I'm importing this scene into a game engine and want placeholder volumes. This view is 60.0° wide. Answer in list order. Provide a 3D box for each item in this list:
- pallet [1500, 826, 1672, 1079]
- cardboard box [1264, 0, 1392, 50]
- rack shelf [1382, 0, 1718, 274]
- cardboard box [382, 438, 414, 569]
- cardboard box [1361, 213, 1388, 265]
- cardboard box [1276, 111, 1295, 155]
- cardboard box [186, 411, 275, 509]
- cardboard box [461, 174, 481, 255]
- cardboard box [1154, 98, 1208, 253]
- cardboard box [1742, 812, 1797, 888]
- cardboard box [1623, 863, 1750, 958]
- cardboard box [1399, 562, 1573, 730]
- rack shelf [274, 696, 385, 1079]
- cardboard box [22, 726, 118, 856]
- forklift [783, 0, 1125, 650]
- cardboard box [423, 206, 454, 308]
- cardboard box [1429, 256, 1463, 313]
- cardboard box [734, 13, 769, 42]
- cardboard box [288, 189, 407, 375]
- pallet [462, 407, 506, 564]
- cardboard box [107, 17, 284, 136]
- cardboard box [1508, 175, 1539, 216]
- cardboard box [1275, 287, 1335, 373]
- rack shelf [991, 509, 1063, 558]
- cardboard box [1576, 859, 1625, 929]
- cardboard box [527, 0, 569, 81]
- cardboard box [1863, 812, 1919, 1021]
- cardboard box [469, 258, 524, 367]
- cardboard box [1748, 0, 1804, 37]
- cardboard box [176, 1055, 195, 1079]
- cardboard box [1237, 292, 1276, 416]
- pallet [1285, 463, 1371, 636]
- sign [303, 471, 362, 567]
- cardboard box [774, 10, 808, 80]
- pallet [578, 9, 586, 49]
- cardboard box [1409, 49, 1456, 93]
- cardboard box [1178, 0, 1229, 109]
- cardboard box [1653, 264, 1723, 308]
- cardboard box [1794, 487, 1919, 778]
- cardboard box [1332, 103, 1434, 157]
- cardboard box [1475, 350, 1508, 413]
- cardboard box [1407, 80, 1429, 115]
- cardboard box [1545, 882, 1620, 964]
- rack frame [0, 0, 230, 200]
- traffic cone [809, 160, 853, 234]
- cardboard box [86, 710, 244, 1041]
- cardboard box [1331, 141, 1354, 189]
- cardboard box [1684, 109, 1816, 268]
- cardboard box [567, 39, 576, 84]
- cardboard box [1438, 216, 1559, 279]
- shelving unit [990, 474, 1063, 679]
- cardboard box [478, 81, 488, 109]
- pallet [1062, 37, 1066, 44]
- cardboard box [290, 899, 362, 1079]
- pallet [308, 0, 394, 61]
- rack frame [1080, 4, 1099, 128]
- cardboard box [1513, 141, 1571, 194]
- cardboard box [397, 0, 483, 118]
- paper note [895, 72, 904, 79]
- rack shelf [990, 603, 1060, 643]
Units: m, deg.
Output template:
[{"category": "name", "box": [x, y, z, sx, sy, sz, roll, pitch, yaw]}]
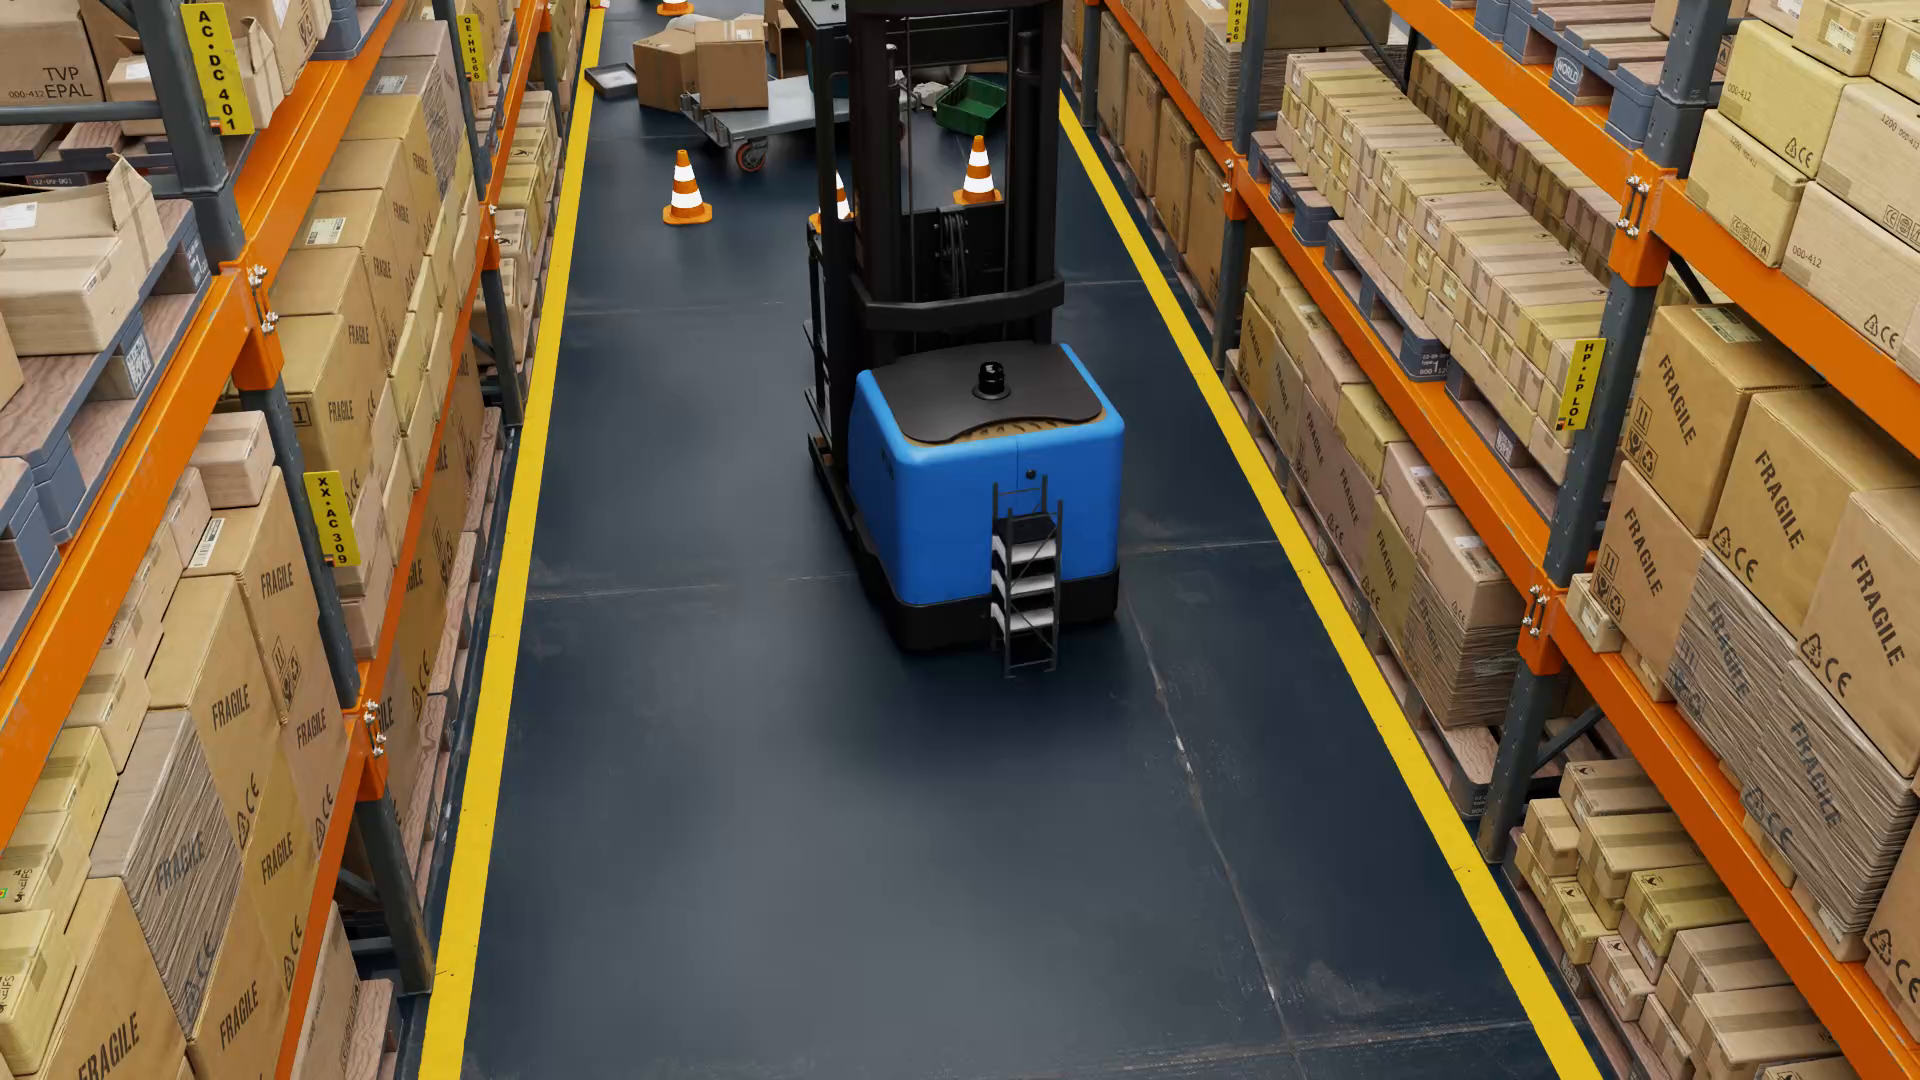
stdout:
[{"category": "pallet", "box": [2.644, 1.468, 5.908, 1.003, 0.211, 1.213, -4, 35, -6]}, {"category": "cardboard box", "box": [1.930, -2.994, 9.004, 0.700, 0.500, 0.500, -5, 35, -7]}, {"category": "rack shelf", "box": [2.250, -2.115, 6.665, 1.077, 0.370, 4.000, -4, 35, -6]}, {"category": "cardboard box", "box": [-2.241, -0.117, 5.892, 0.500, 0.250, 0.500, -5, 35, -8]}, {"category": "cardboard box", "box": [2.021, -1.354, 7.423, 0.380, 0.149, 0.250, -4, 34, -6]}, {"category": "cardboard box", "box": [1.841, -2.093, 8.508, 0.380, 0.149, 0.250, -5, 35, -7]}, {"category": "cardboard box", "box": [-2.016, -0.200, 4.327, 0.380, 0.149, 0.250, -5, 35, -7]}, {"category": "cardboard box", "box": [-2.585, -1.533, 7.969, 0.500, 0.250, 0.500, -6, 35, -8]}, {"category": "cardboard box", "box": [1.867, -2.367, 10.684, 1.050, 0.750, 0.750, -4, 34, -6]}, {"category": "cardboard box", "box": [2.429, 0.811, 4.619, 0.380, 0.149, 0.250, -4, 34, -5]}, {"category": "cardboard box", "box": [2.421, 1.206, 5.447, 0.380, 0.149, 0.250, -5, 35, -7]}, {"category": "cardboard box", "box": [2.170, 0.409, 6.833, 0.500, 0.500, 0.500, -5, 35, -7]}, {"category": "rack shelf", "box": [-2.104, 1.788, 3.601, 1.077, 0.370, 4.000, -4, 35, -6]}, {"category": "cardboard box", "box": [-1.907, 0.518, 3.273, 0.380, 0.149, 0.250, -5, 35, -7]}, {"category": "forklift", "box": [-0.172, -1.548, 7.919, 1.130, 2.935, 3.031, -9, 35, -13]}, {"category": "cardboard box", "box": [-2.432, -1.181, 7.008, 0.500, 0.250, 0.500, -5, 35, -8]}, {"category": "cardboard box", "box": [2.128, -1.039, 6.697, 0.380, 0.149, 0.250, -6, 35, -9]}, {"category": "cardboard box", "box": [-1.809, -4.565, 14.817, 0.380, 0.149, 0.250, 13, 36, 18]}, {"category": "cardboard box", "box": [-2.308, -0.909, 5.943, 0.500, 0.500, 0.500, -5, 35, -8]}, {"category": "pallet", "box": [-2.879, -0.259, 8.443, 1.003, 0.211, 1.213, -4, 35, -6]}, {"category": "cardboard box", "box": [-2.093, -1.288, 4.560, 0.396, 0.266, 0.258, -5, 35, -7]}, {"category": "cardboard box", "box": [2.674, -1.520, 7.403, 0.380, 0.149, 0.250, -4, 34, -5]}, {"category": "cardboard box", "box": [1.902, -1.053, 8.312, 0.500, 0.250, 0.500, -5, 35, -7]}, {"category": "rack shelf", "box": [0.284, -0.027, 7.071, 0.258, 0.077, 0.200, -9, 35, -13]}, {"category": "cardboard box", "box": [2.373, 1.186, 5.740, 0.380, 0.149, 0.250, -4, 34, -6]}, {"category": "cardboard box", "box": [-3.260, -3.786, 12.545, 0.500, 0.500, 0.500, -3, 34, -4]}, {"category": "cardboard box", "box": [2.543, 0.931, 3.867, 0.500, 0.500, 0.500, -3, 34, -4]}, {"category": "cardboard box", "box": [-2.977, -1.261, 9.397, 0.950, 0.372, 0.625, -7, 35, -10]}, {"category": "cardboard box", "box": [2.318, -1.425, 4.348, 0.380, 0.149, 0.250, -5, 35, -7]}, {"category": "cardboard box", "box": [-1.845, 1.432, 3.396, 0.500, 0.500, 0.500, -3, 34, -5]}, {"category": "cardboard box", "box": [1.823, -1.015, 8.923, 0.500, 0.500, 0.500, -6, 35, -8]}, {"category": "pallet", "box": [2.245, -0.021, 8.093, 1.003, 0.211, 1.213, -4, 35, -6]}, {"category": "sign", "box": [-1.823, -0.058, 4.833, 0.100, 0.325, 0.005, -4, 35, -6]}, {"category": "cardboard box", "box": [-1.108, -4.036, 13.606, 0.797, 0.637, 0.503, -4, 35, -6]}, {"category": "pallet", "box": [-3.902, -4.671, 14.916, 1.003, 0.211, 1.213, -4, 35, -6]}, {"category": "cardboard box", "box": [2.501, -2.365, 8.379, 0.380, 0.149, 0.250, -6, 35, -8]}, {"category": "cardboard box", "box": [1.588, -2.839, 9.664, 0.500, 0.500, 0.500, -4, 35, -6]}, {"category": "cardboard box", "box": [2.846, -0.925, 6.266, 0.380, 0.149, 0.250, -4, 34, -6]}, {"category": "cardboard box", "box": [2.460, 0.208, 4.040, 0.500, 0.500, 0.500, -4, 34, -6]}, {"category": "cardboard box", "box": [1.953, -1.897, 7.692, 0.380, 0.149, 0.250, -6, 35, -8]}, {"category": "cardboard box", "box": [2.202, -0.617, 6.342, 0.380, 0.149, 0.250, -4, 35, -7]}, {"category": "cardboard box", "box": [2.498, -2.240, 8.459, 0.380, 0.149, 0.250, -4, 34, -5]}, {"category": "cardboard box", "box": [2.285, 1.324, 5.802, 0.380, 0.149, 0.250, -3, 34, -5]}, {"category": "rack frame", "box": [-2.373, -2.104, 3.347, 1.000, 3.000, 0.127, -4, 35, -6]}, {"category": "traffic cone", "box": [-0.865, -2.369, 11.315, 0.336, 0.463, 0.334, -4, 35, -6]}, {"category": "cardboard box", "box": [-1.898, 0.730, 3.539, 0.500, 0.500, 0.500, -4, 34, -6]}, {"category": "cardboard box", "box": [1.959, -1.756, 7.749, 0.380, 0.149, 0.250, -4, 35, -6]}, {"category": "cardboard box", "box": [2.319, -0.956, 4.458, 0.500, 0.250, 0.500, -3, 34, -4]}, {"category": "cardboard box", "box": [-3.343, -3.773, 13.192, 0.500, 0.250, 0.500, -3, 34, -4]}, {"category": "cardboard box", "box": [2.136, -1.159, 6.609, 0.380, 0.149, 0.250, -5, 35, -8]}, {"category": "shelving unit", "box": [0.284, 0.168, 7.204, 0.258, 0.900, 0.210, -9, 35, -13]}, {"category": "cardboard box", "box": [-2.766, -2.439, 9.015, 0.380, 0.149, 0.250, -7, 35, -9]}, {"category": "pallet", "box": [1.251, -4.481, 14.638, 1.003, 0.211, 1.213, -4, 35, -6]}, {"category": "cardboard box", "box": [-2.395, 1.619, 5.114, 0.875, 0.438, 0.875, -5, 35, -7]}, {"category": "pallet", "box": [-2.618, -2.040, 6.083, 1.003, 0.211, 1.213, -3, 34, -4]}, {"category": "rack frame", "box": [1.443, -4.521, 12.220, 1.000, 3.000, 0.127, -4, 35, -6]}, {"category": "cardboard box", "box": [2.673, -1.644, 7.320, 0.380, 0.149, 0.250, -3, 34, -4]}, {"category": "cardboard box", "box": [-2.742, -2.464, 8.476, 0.500, 0.500, 0.500, -5, 35, -8]}, {"category": "paper note", "box": [-0.553, -3.910, 13.967, 0.172, 0.023, 0.155, 7, 35, 10]}, {"category": "rack shelf", "box": [0.284, 0.345, 7.324, 0.258, 0.077, 0.200, -9, 35, -13]}]
